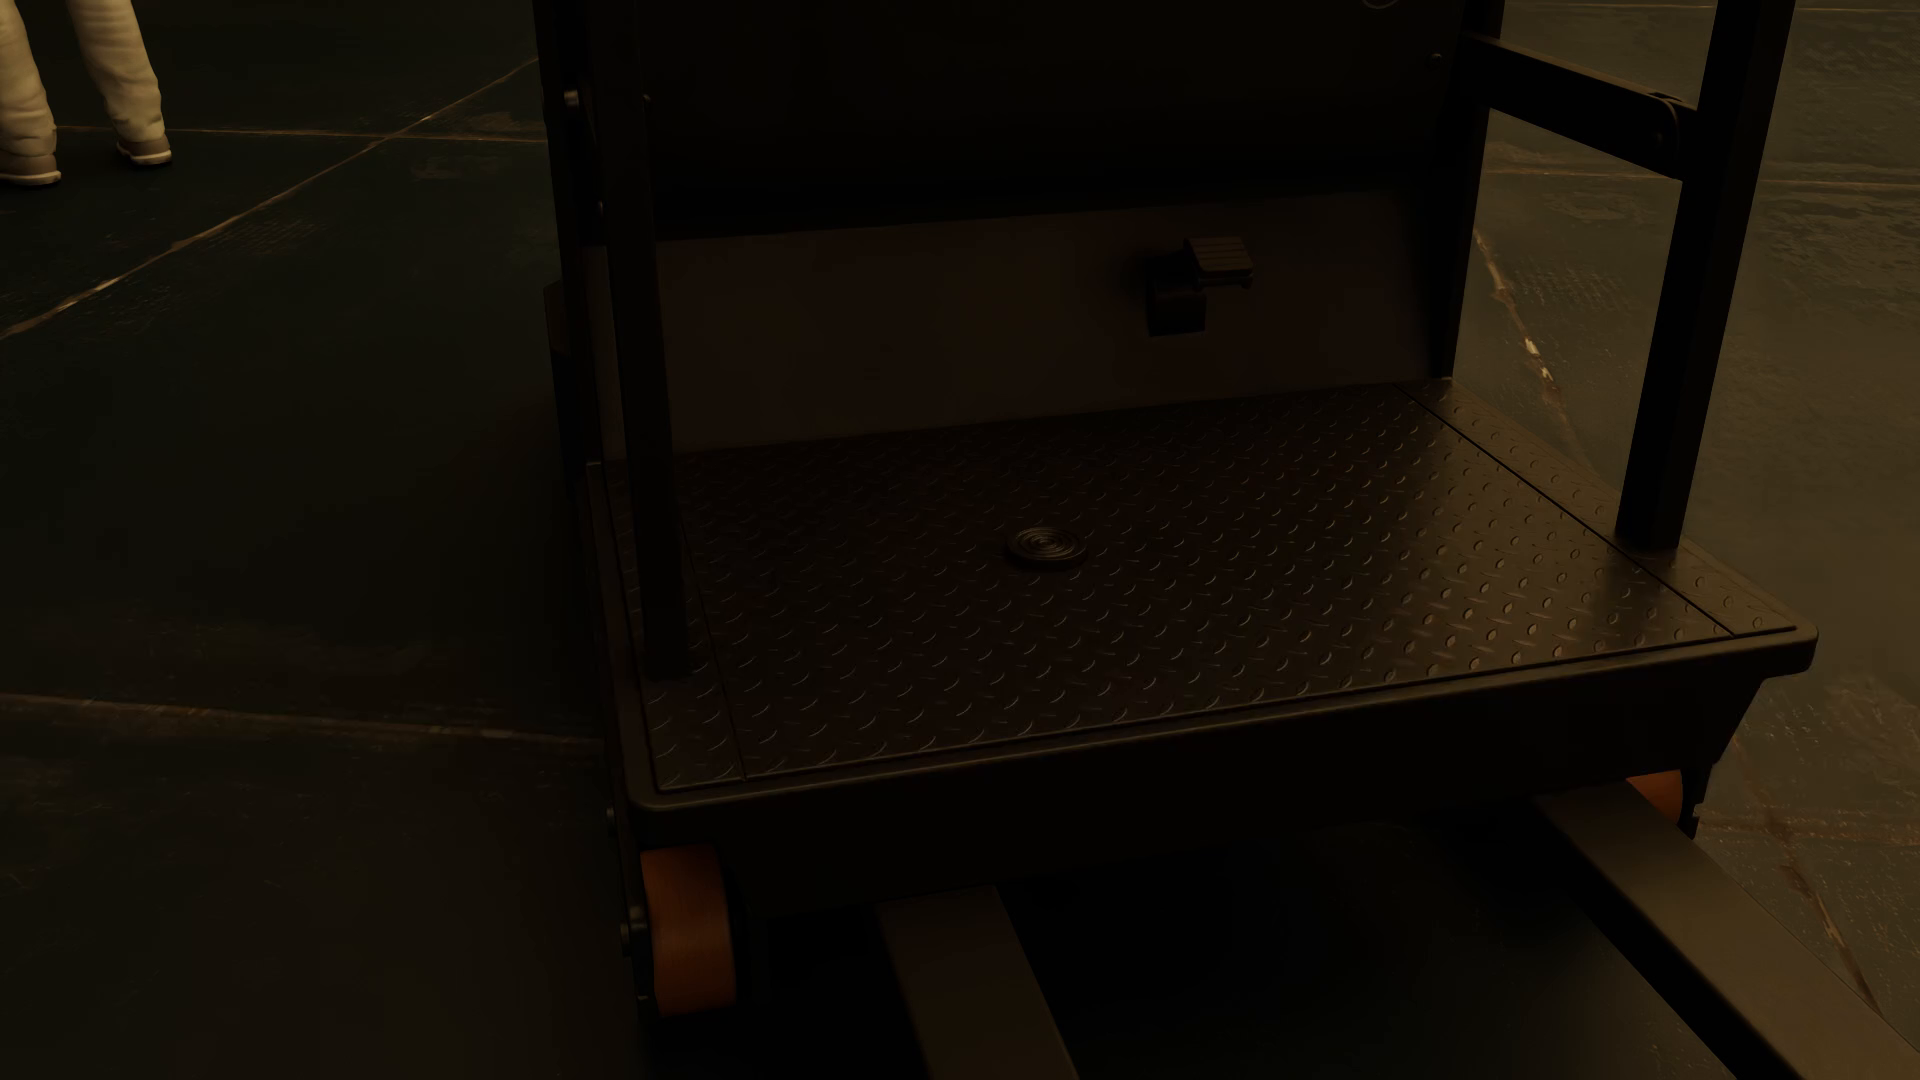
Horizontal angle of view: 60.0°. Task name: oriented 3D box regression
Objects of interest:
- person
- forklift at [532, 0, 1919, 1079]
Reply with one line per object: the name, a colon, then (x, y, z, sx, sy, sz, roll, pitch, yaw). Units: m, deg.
person: (-2.378, -1.769, 4.088, 0.443, 1.747, 0.600, 21, 34, 36)
forklift: (0.153, -1.049, 1.319, 1.130, 2.935, 3.031, -7, 27, -13)
